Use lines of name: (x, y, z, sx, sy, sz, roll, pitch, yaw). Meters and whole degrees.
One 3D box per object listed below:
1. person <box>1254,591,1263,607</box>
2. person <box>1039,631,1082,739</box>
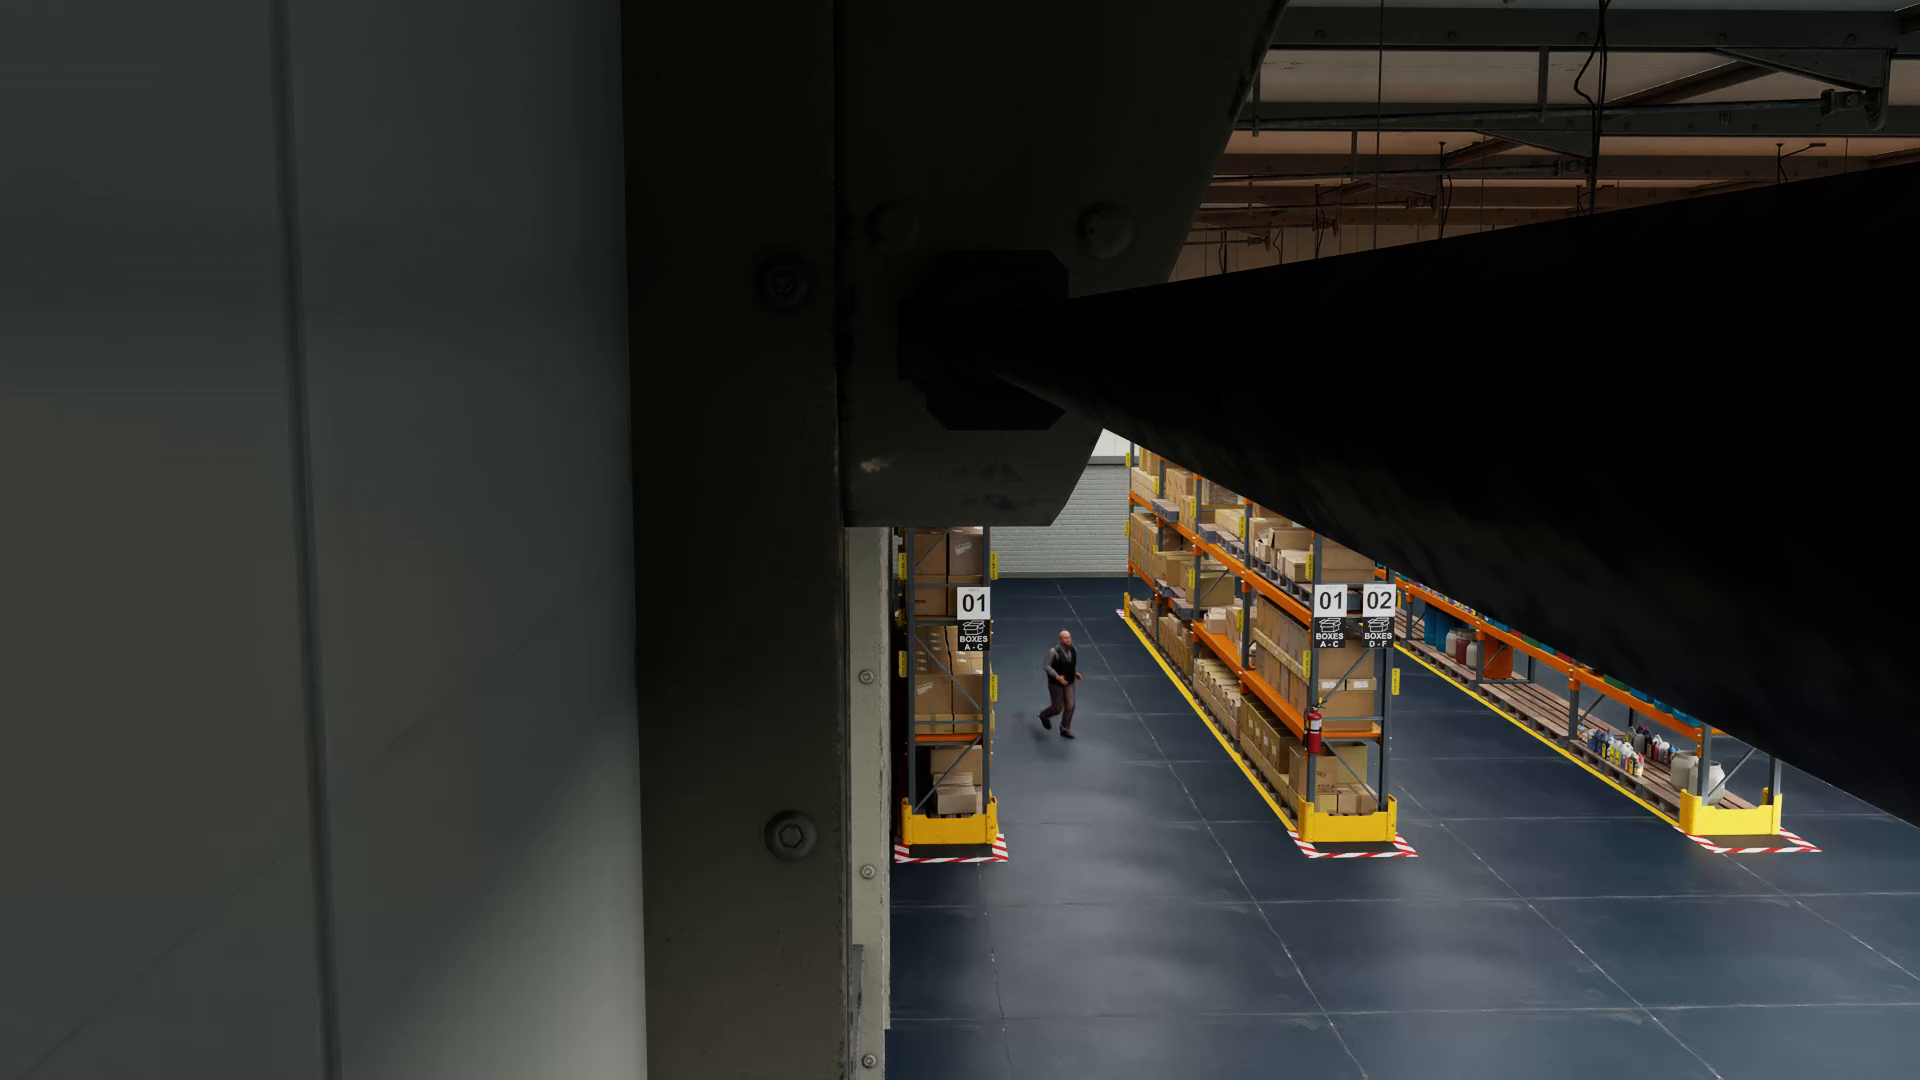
person: (6.157, 1.262, 32.761, 0.710, 1.754, 0.684, 1, 7, 7)
person: (1.524, 2.209, 25.812, 0.662, 1.680, 0.786, -4, 8, -30)
